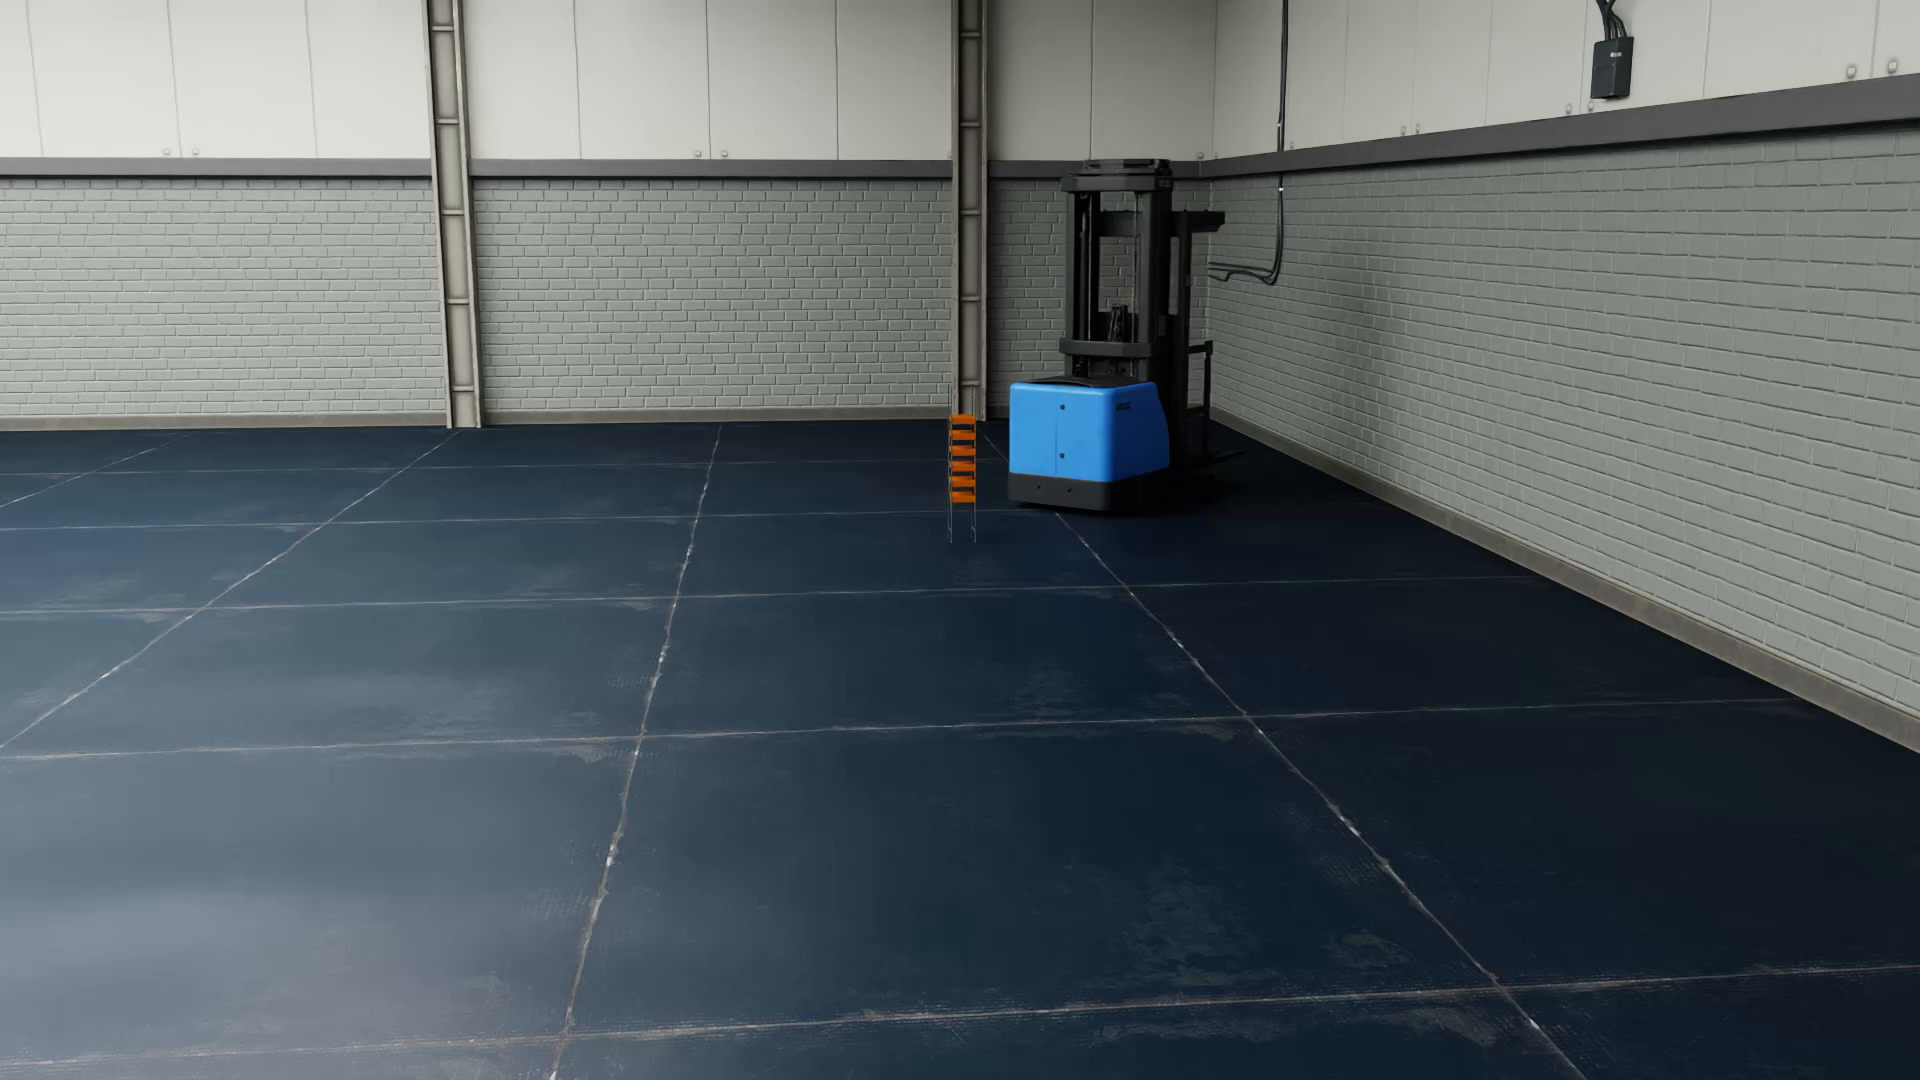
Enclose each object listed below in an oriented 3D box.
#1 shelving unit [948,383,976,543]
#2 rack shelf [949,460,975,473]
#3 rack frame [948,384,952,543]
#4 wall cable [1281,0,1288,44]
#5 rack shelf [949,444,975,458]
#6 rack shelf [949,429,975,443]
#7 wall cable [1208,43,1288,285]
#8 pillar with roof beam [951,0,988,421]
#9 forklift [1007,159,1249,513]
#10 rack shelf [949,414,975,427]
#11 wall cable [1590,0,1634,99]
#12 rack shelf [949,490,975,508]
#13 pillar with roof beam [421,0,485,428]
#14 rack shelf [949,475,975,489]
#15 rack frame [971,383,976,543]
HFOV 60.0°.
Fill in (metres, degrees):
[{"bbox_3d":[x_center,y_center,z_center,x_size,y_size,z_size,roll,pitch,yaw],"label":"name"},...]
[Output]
[{"bbox_3d":[0.014,-0.589,12.754,0.189,1.200,0.258,-1,11,-6],"label":"shelving unit"},{"bbox_3d":[0.014,-0.545,12.762,0.180,0.103,0.258,-1,11,-6],"label":"rack shelf"},{"bbox_3d":[-0.077,-0.587,12.744,0.006,1.200,0.240,-1,11,-6],"label":"rack frame"},{"bbox_3d":[3.472,-6.134,15.698,0.112,2.526,3.097,-1,11,-6],"label":"wall cable"},{"bbox_3d":[0.014,-0.663,12.739,0.180,0.103,0.258,-1,11,-6],"label":"rack shelf"},{"bbox_3d":[0.014,-0.781,12.716,0.180,0.103,0.258,-1,11,-6],"label":"rack shelf"},{"bbox_3d":[3.180,-4.175,18.824,0.112,2.526,3.097,-1,11,-6],"label":"wall cable"},{"bbox_3d":[0.573,-5.065,15.303,0.400,9.000,9.100,-1,11,-6],"label":"pillar with roof beam"},{"bbox_3d":[1.665,-1.895,14.911,1.130,2.935,3.031,8,14,34],"label":"forklift"},{"bbox_3d":[0.014,-0.899,12.693,0.180,0.103,0.258,-1,11,-6],"label":"rack shelf"},{"bbox_3d":[4.189,-5.546,8.934,0.169,6.003,2.305,-1,11,-6],"label":"wall cable"},{"bbox_3d":[0.014,-0.310,12.809,0.180,0.103,0.258,-1,11,-6],"label":"rack shelf"},{"bbox_3d":[-5.392,-4.940,14.667,0.400,9.000,9.100,-1,11,-6],"label":"pillar with roof beam"},{"bbox_3d":[0.014,-0.428,12.786,0.180,0.103,0.258,-1,11,-6],"label":"rack shelf"},{"bbox_3d":[0.105,-0.591,12.764,0.006,1.200,0.240,-1,11,-6],"label":"rack frame"}]
